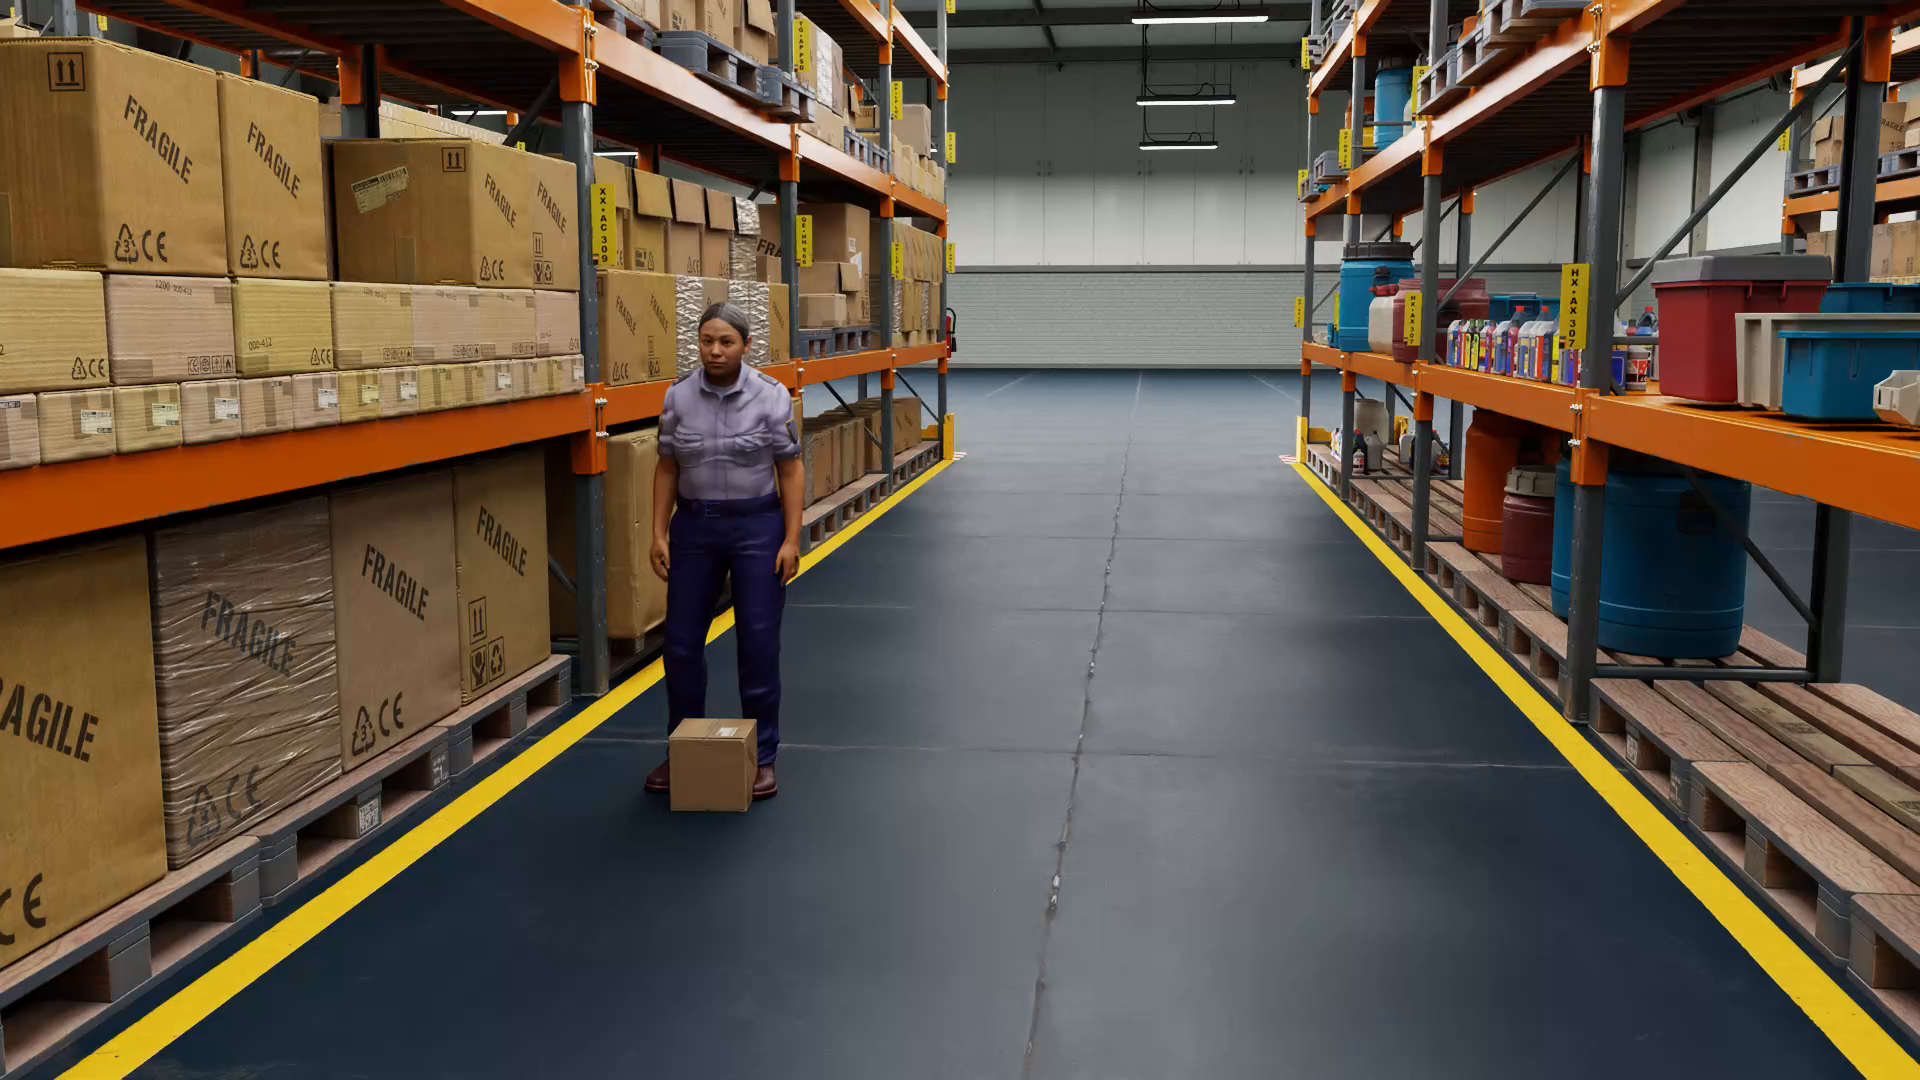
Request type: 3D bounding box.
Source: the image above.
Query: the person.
[{"bbox_3d":[-0.801,0.024,5.650,0.539,1.652,0.412,1,8,7],"label":"person"}]
